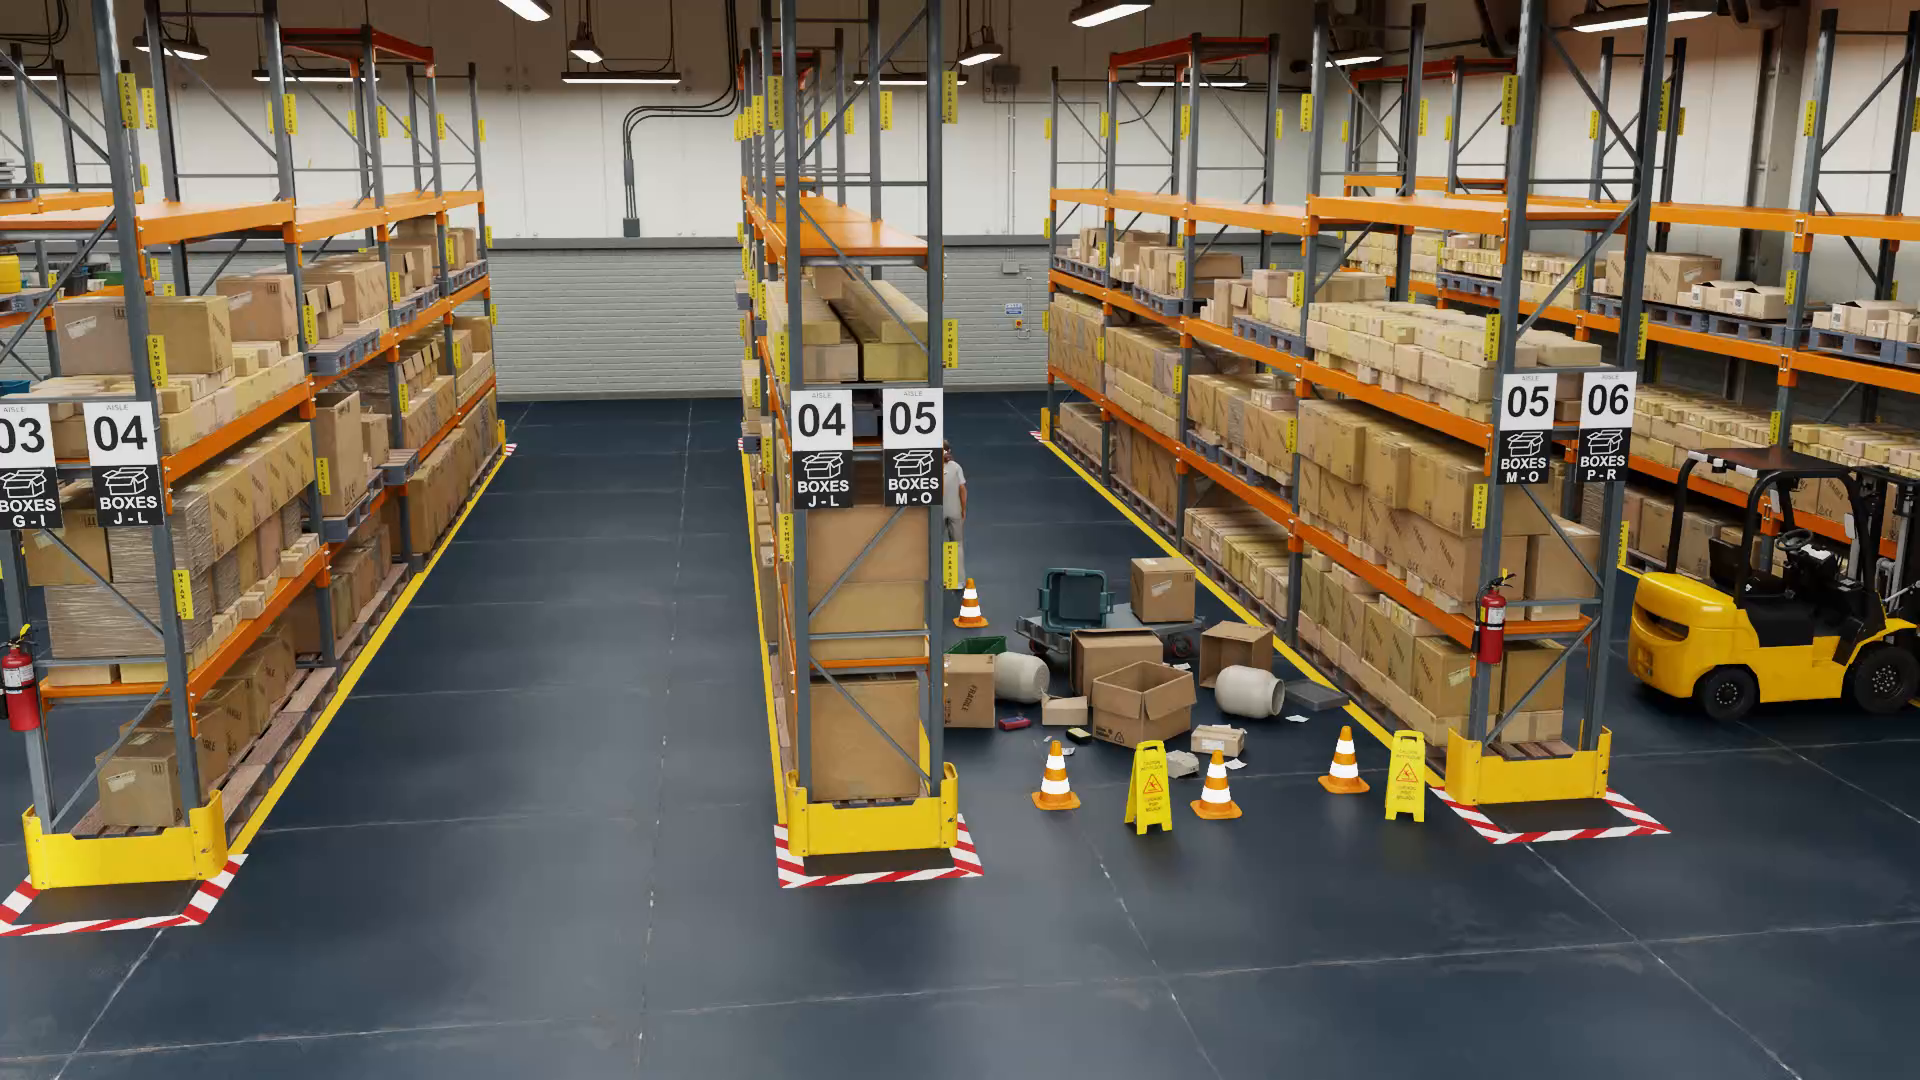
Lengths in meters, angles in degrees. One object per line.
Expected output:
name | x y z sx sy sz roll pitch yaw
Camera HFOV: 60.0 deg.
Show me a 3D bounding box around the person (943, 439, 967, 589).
person | -0.160 -0.283 18.198 0.514 1.671 0.362 -3 14 -12
